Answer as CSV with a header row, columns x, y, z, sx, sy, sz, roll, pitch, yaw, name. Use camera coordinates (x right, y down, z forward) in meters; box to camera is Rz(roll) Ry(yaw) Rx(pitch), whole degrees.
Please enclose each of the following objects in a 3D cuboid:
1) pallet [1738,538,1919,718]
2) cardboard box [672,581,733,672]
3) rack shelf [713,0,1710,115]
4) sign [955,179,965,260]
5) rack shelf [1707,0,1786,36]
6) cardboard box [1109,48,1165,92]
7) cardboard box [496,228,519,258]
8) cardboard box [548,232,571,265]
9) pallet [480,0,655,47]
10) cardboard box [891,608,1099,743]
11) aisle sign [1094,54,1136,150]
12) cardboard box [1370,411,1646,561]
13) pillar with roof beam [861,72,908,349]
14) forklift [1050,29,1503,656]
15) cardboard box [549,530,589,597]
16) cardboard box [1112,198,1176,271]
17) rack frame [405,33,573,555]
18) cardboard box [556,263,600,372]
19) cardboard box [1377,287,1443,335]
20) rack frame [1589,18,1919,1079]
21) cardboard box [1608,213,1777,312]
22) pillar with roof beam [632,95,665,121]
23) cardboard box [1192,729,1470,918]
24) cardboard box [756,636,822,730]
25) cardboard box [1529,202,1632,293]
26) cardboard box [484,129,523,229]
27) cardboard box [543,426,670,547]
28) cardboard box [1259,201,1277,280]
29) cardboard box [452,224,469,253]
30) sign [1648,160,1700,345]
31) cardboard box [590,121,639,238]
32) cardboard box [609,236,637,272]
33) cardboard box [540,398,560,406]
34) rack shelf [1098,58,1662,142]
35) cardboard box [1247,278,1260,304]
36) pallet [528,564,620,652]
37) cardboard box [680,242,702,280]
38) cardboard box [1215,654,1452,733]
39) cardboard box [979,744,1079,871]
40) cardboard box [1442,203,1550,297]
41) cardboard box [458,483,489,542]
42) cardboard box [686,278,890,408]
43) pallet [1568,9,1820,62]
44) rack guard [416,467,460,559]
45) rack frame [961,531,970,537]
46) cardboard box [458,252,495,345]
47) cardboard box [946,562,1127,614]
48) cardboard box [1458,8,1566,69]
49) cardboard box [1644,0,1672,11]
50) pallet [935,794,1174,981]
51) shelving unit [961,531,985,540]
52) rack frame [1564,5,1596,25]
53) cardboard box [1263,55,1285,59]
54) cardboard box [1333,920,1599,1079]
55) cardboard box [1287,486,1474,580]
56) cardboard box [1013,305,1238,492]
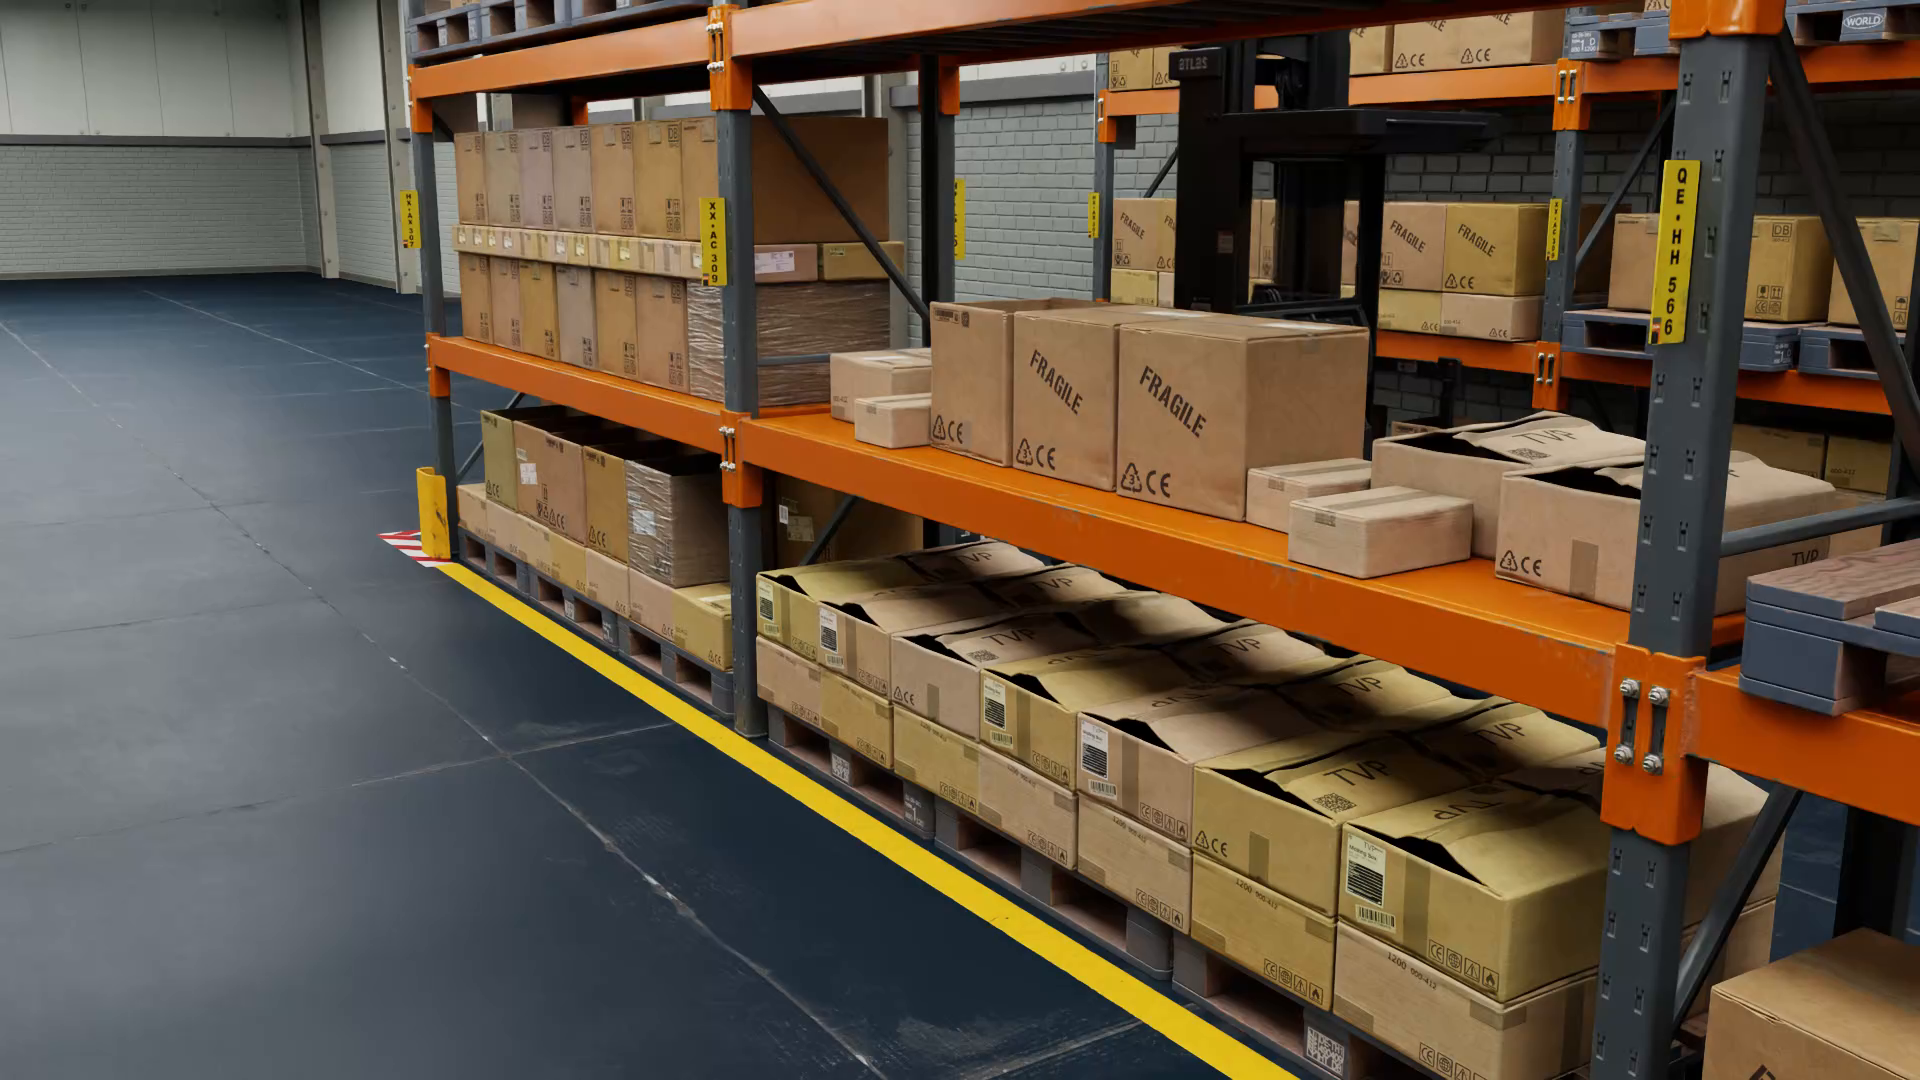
x,y,z,sx,sy,sz,roll,pitch,yaw,name
2.181,0.188,2.930,1.213,0.211,1.003,-8,15,-33,pallet
-0.908,0.352,7.183,0.500,0.250,0.500,-8,15,-33,cardboard box
0.639,-1.488,4.805,1.077,0.370,4.000,-8,15,-33,rack shelf
-0.023,-1.322,6.862,0.100,0.325,0.005,-8,15,-33,sign
2.855,-0.776,1.552,1.077,0.370,4.000,-8,15,-33,rack shelf
1.414,-3.463,11.872,0.500,0.500,0.500,-8,14,-31,cardboard box
-2.224,-1.575,8.790,0.380,0.149,0.250,-8,15,-34,cardboard box
-1.796,-1.438,8.162,0.380,0.149,0.250,-8,15,-32,cardboard box
-1.635,-2.517,8.035,1.003,0.211,1.213,-8,15,-33,pallet
0.113,0.419,5.563,0.500,0.311,0.500,-9,15,-35,cardboard box
1.147,-3.275,12.231,0.394,0.787,0.004,-8,15,-33,aisle sign
1.413,-0.156,4.264,0.500,0.311,0.500,-8,15,-33,cardboard box
-4.364,-5.494,14.420,9.100,9.000,0.400,-8,15,-33,pillar with roof beam
1.803,-0.955,7.870,1.130,2.935,3.031,-10,16,-38,forklift
-1.744,0.086,8.400,0.500,0.250,0.500,-8,15,-33,cardboard box
1.451,-2.210,11.996,0.500,0.500,0.500,-8,15,-33,cardboard box
-2.685,-1.441,9.929,1.000,3.000,0.127,-8,15,-33,rack frame
-1.577,-1.130,8.274,0.700,0.500,0.500,-8,14,-31,cardboard box
2.869,-1.391,10.005,0.500,0.250,0.500,-8,15,-33,cardboard box
1.750,-0.018,3.424,0.949,2.616,0.053,-8,15,-33,rack frame
3.906,-1.486,8.870,0.700,0.500,0.500,-8,15,-33,cardboard box
-7.688,-6.561,19.300,9.100,9.000,0.400,-8,15,-33,pillar with roof beam
0.959,0.691,4.323,0.500,0.311,0.500,-8,15,-34,cardboard box
-0.452,0.510,6.462,0.500,0.250,0.500,-9,15,-34,cardboard box
3.566,-1.727,9.789,0.500,0.500,0.500,-9,15,-34,cardboard box
-2.112,-1.937,8.925,0.700,0.500,0.500,-9,15,-34,cardboard box
-1.744,-0.280,8.320,0.500,0.500,0.500,-8,15,-33,cardboard box
2.293,-1.938,10.751,0.500,0.500,0.500,-8,14,-31,cardboard box
-2.647,-1.711,9.413,0.380,0.149,0.250,-8,15,-33,cardboard box
1.287,-0.517,2.996,0.100,0.325,0.005,-8,15,-33,sign
-1.278,-1.669,7.702,0.700,0.500,0.500,-8,15,-33,cardboard box
-1.360,-1.299,7.529,0.380,0.149,0.250,-8,15,-33,cardboard box
-2.140,-0.609,9.822,0.500,0.500,0.500,-8,15,-33,cardboard box
2.545,-2.786,10.743,1.077,0.370,4.000,-8,15,-33,rack shelf
2.019,-1.658,11.226,0.500,0.250,0.500,-8,15,-34,cardboard box
-1.555,0.269,8.636,1.003,0.211,1.213,-8,15,-33,pallet
-0.933,-1.162,6.903,0.380,0.149,0.250,-8,15,-34,cardboard box
1.123,0.535,5.035,0.500,0.311,0.500,-9,15,-34,cardboard box
0.401,0.783,5.212,0.500,0.250,0.500,-8,15,-32,cardboard box
3.133,-1.667,9.511,0.500,0.500,0.500,-8,15,-33,cardboard box
-2.573,-0.181,9.621,0.500,0.250,0.500,-8,15,-33,cardboard box
-0.720,-0.856,7.022,0.700,0.500,0.500,-9,15,-34,cardboard box
3.906,-2.568,8.500,1.213,0.211,1.003,-8,15,-33,pallet
-2.699,-0.224,10.215,1.175,0.500,0.348,-8,15,-33,rack guard
-0.043,-0.600,10.297,0.240,1.200,0.015,-8,15,-33,rack frame
-2.437,-1.405,9.531,0.700,0.500,0.500,-8,15,-33,cardboard box
0.287,0.265,6.271,0.500,0.311,0.500,-8,14,-31,cardboard box
3.166,-2.901,9.306,0.500,0.500,0.500,-8,14,-31,cardboard box
3.889,-2.929,8.496,0.500,0.500,0.500,-6,14,-25,cardboard box
0.652,0.976,5.402,1.003,0.211,1.213,-8,15,-33,pallet
0.092,-0.557,10.099,0.258,1.200,0.503,-8,15,-33,shelving unit
3.653,-4.247,8.719,1.000,3.000,0.127,-8,15,-33,rack frame
2.287,-3.178,10.572,0.500,0.500,0.500,-7,14,-29,cardboard box
1.253,1.055,3.967,0.500,0.250,0.500,-8,15,-31,cardboard box
1.019,-0.022,4.031,0.380,0.149,0.250,-8,15,-33,cardboard box
0.512,-0.457,5.196,0.500,0.500,0.500,-8,15,-33,cardboard box
